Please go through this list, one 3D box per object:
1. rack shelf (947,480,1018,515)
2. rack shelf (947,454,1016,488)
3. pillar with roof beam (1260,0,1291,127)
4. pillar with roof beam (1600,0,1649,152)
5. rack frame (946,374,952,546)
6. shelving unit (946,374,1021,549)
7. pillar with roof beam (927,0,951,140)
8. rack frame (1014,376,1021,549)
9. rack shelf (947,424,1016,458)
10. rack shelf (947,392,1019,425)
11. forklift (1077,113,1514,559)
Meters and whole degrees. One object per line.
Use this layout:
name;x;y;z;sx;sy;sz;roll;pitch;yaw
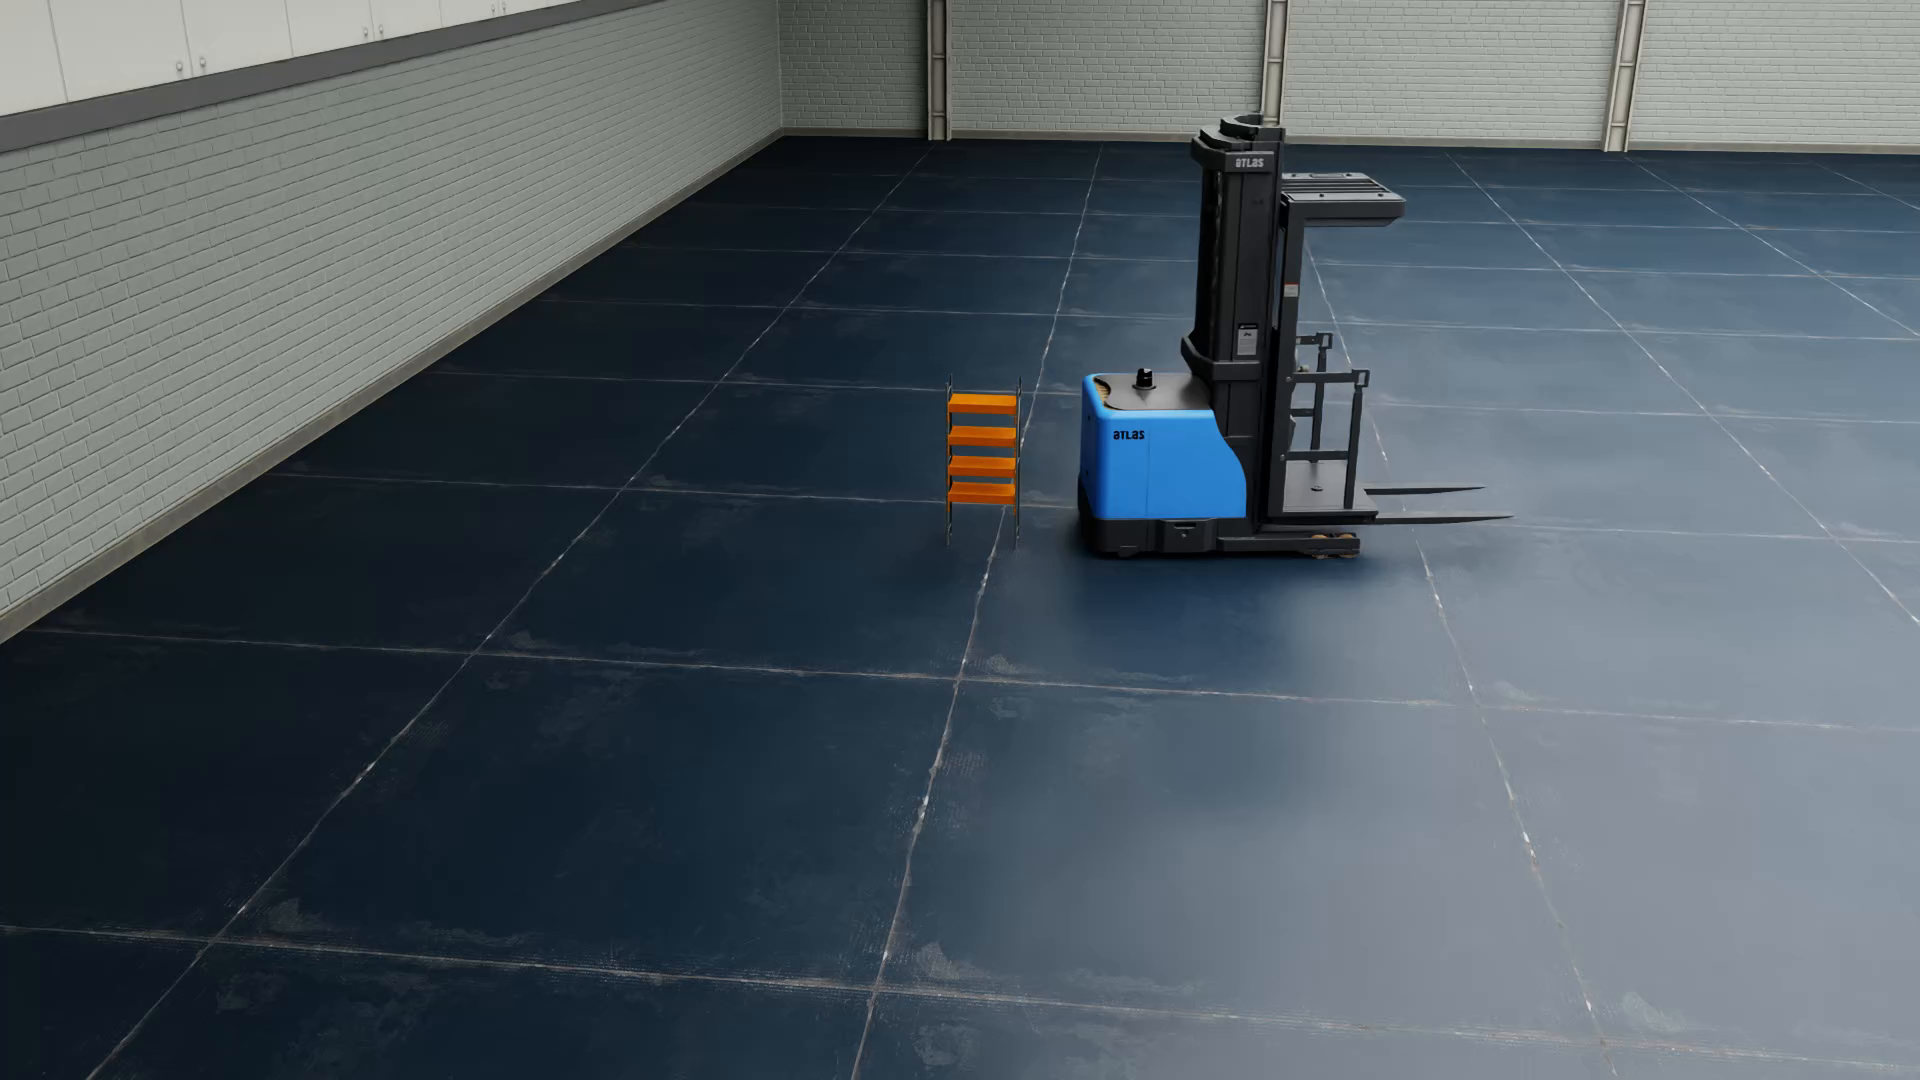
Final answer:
rack shelf;0.164;-0.304;11.826;0.480;0.148;0.258;2;22;6
rack shelf;0.164;-0.488;11.753;0.480;0.148;0.258;2;22;6
pillar with roof beam;5.078;-9.755;24.401;0.400;9.000;9.100;2;22;6
pillar with roof beam;11.037;-9.495;23.744;0.400;9.000;9.100;2;22;6
rack frame;-0.078;-0.561;11.755;0.015;1.200;0.240;2;22;6
shelving unit;0.164;-0.551;11.728;0.503;1.200;0.258;2;22;6
pillar with roof beam;-0.880;-10.014;25.058;0.400;9.000;9.100;2;22;6
rack frame;0.407;-0.540;11.701;0.015;1.200;0.240;2;22;6
rack shelf;0.164;-0.696;11.671;0.480;0.148;0.258;2;22;6
rack shelf;0.164;-0.916;11.584;0.480;0.148;0.258;2;22;6
forklift;2.408;-1.427;11.589;3.031;2.935;1.130;-1;22;-2
